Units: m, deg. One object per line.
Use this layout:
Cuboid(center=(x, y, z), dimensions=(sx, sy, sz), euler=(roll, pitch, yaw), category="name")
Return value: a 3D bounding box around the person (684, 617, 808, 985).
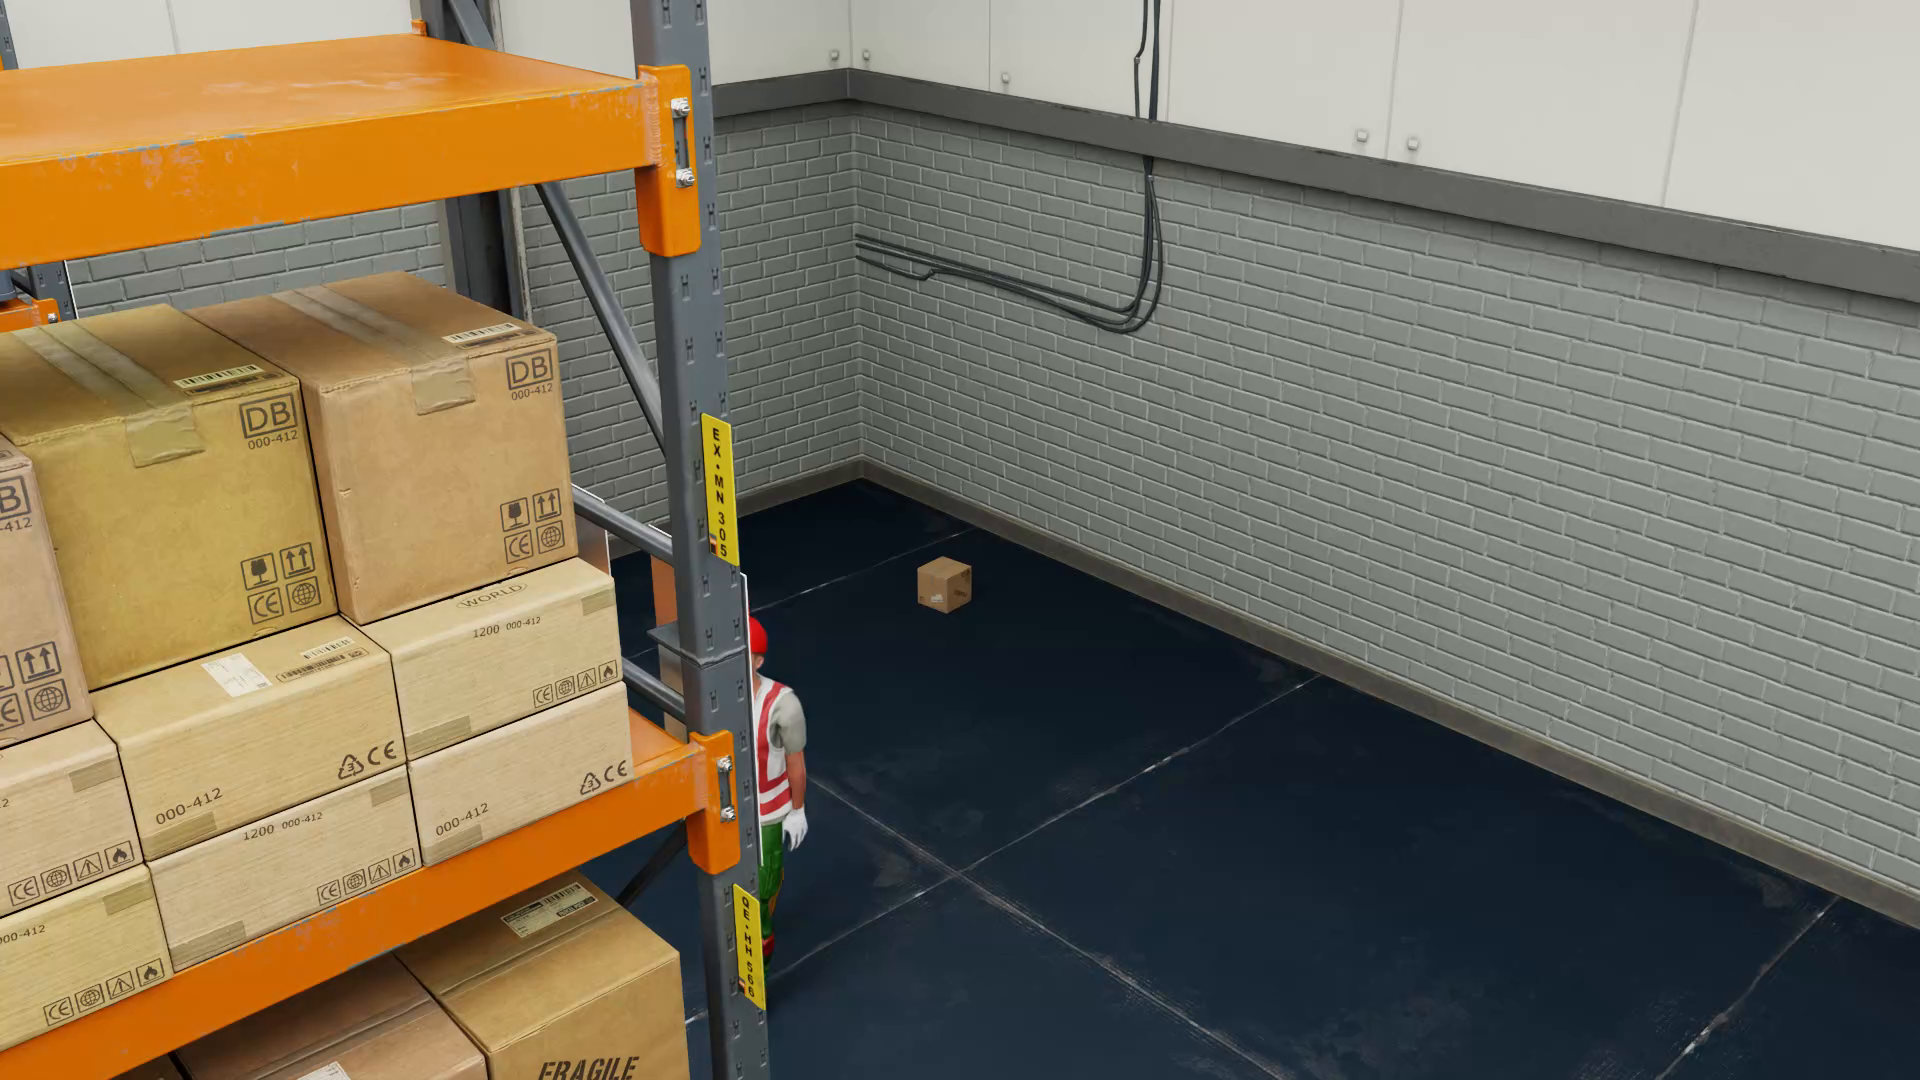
Cuboid(center=(-0.905, 1.119, 7.058), dimensions=(0.537, 1.768, 0.815), euler=(8, 25, 17), category="person")
